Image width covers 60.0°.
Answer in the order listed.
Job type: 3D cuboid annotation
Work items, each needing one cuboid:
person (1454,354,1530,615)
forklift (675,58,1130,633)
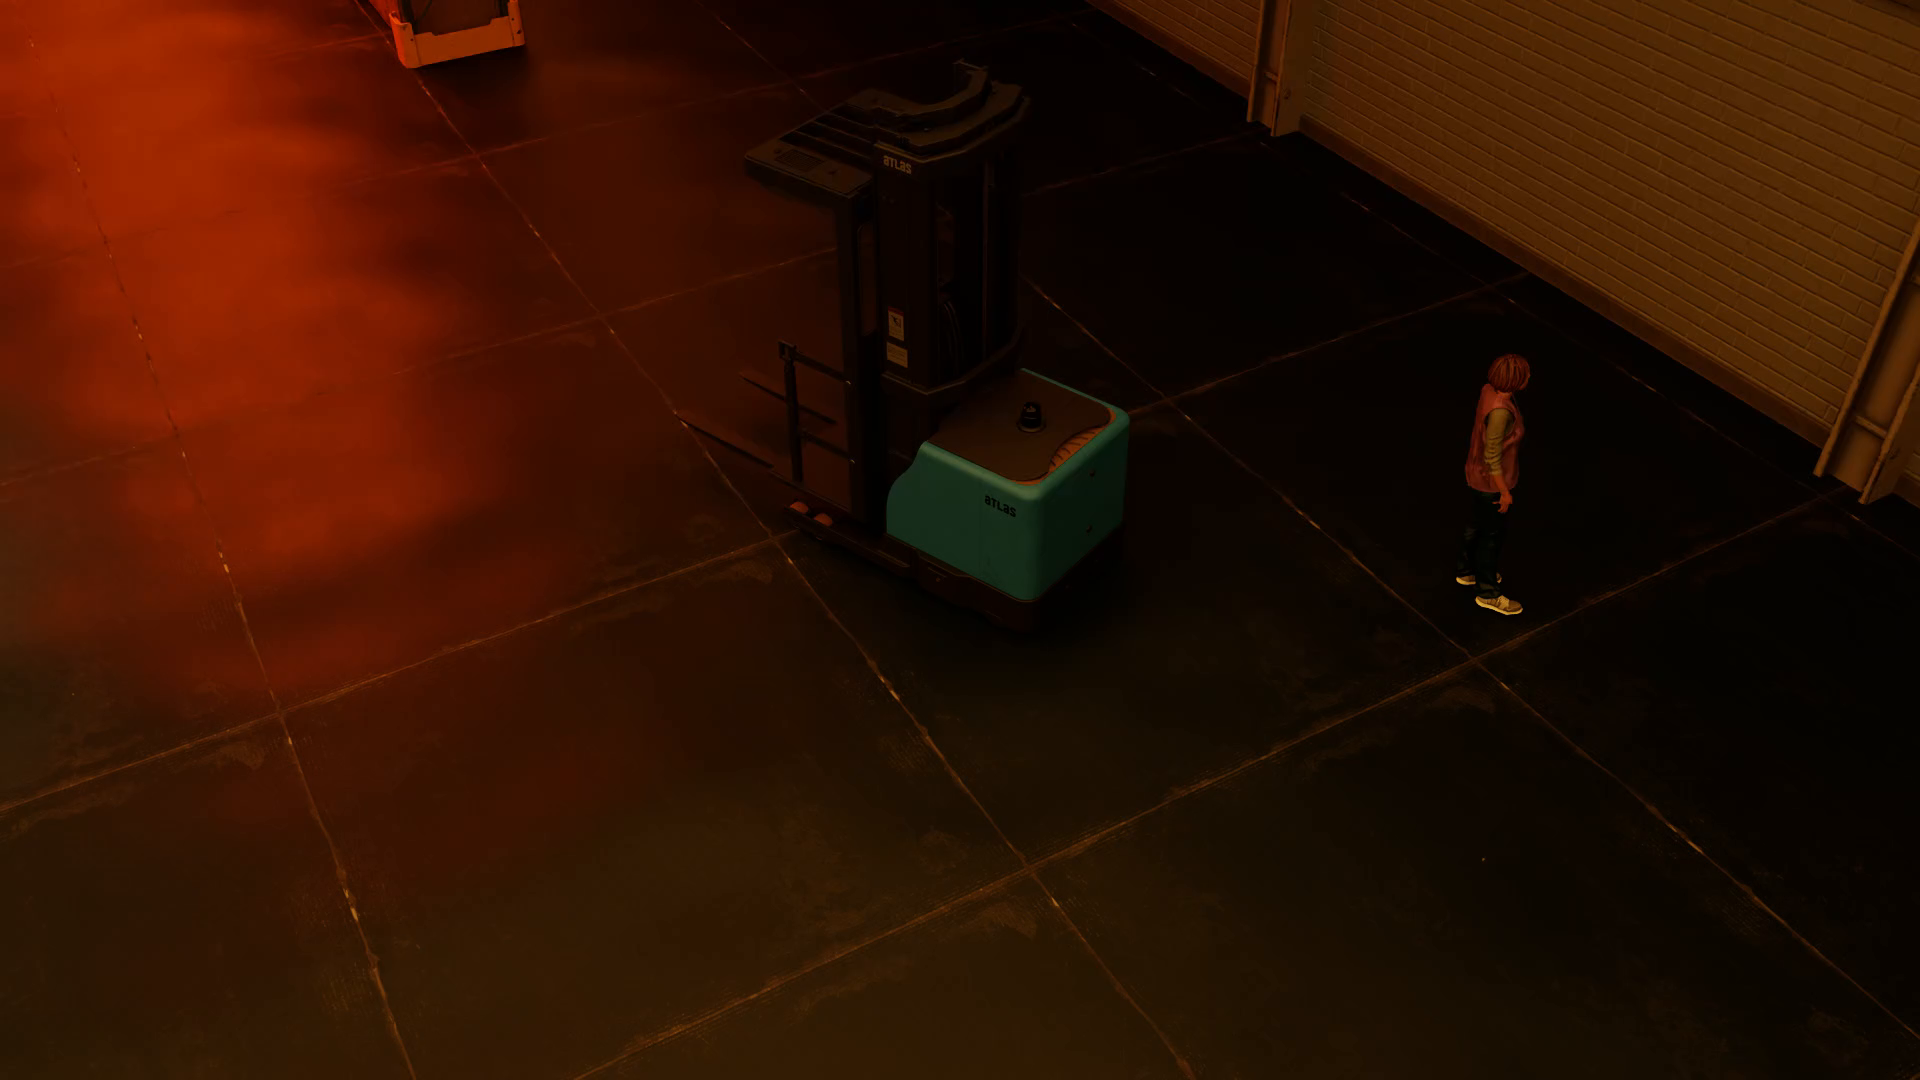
[{"bbox_3d":[3.111,-0.344,9.488,0.475,1.592,0.520,6,40,7],"label":"person"},{"bbox_3d":[-0.481,-1.366,9.683,3.031,2.935,1.130,26,46,28],"label":"forklift"}]
